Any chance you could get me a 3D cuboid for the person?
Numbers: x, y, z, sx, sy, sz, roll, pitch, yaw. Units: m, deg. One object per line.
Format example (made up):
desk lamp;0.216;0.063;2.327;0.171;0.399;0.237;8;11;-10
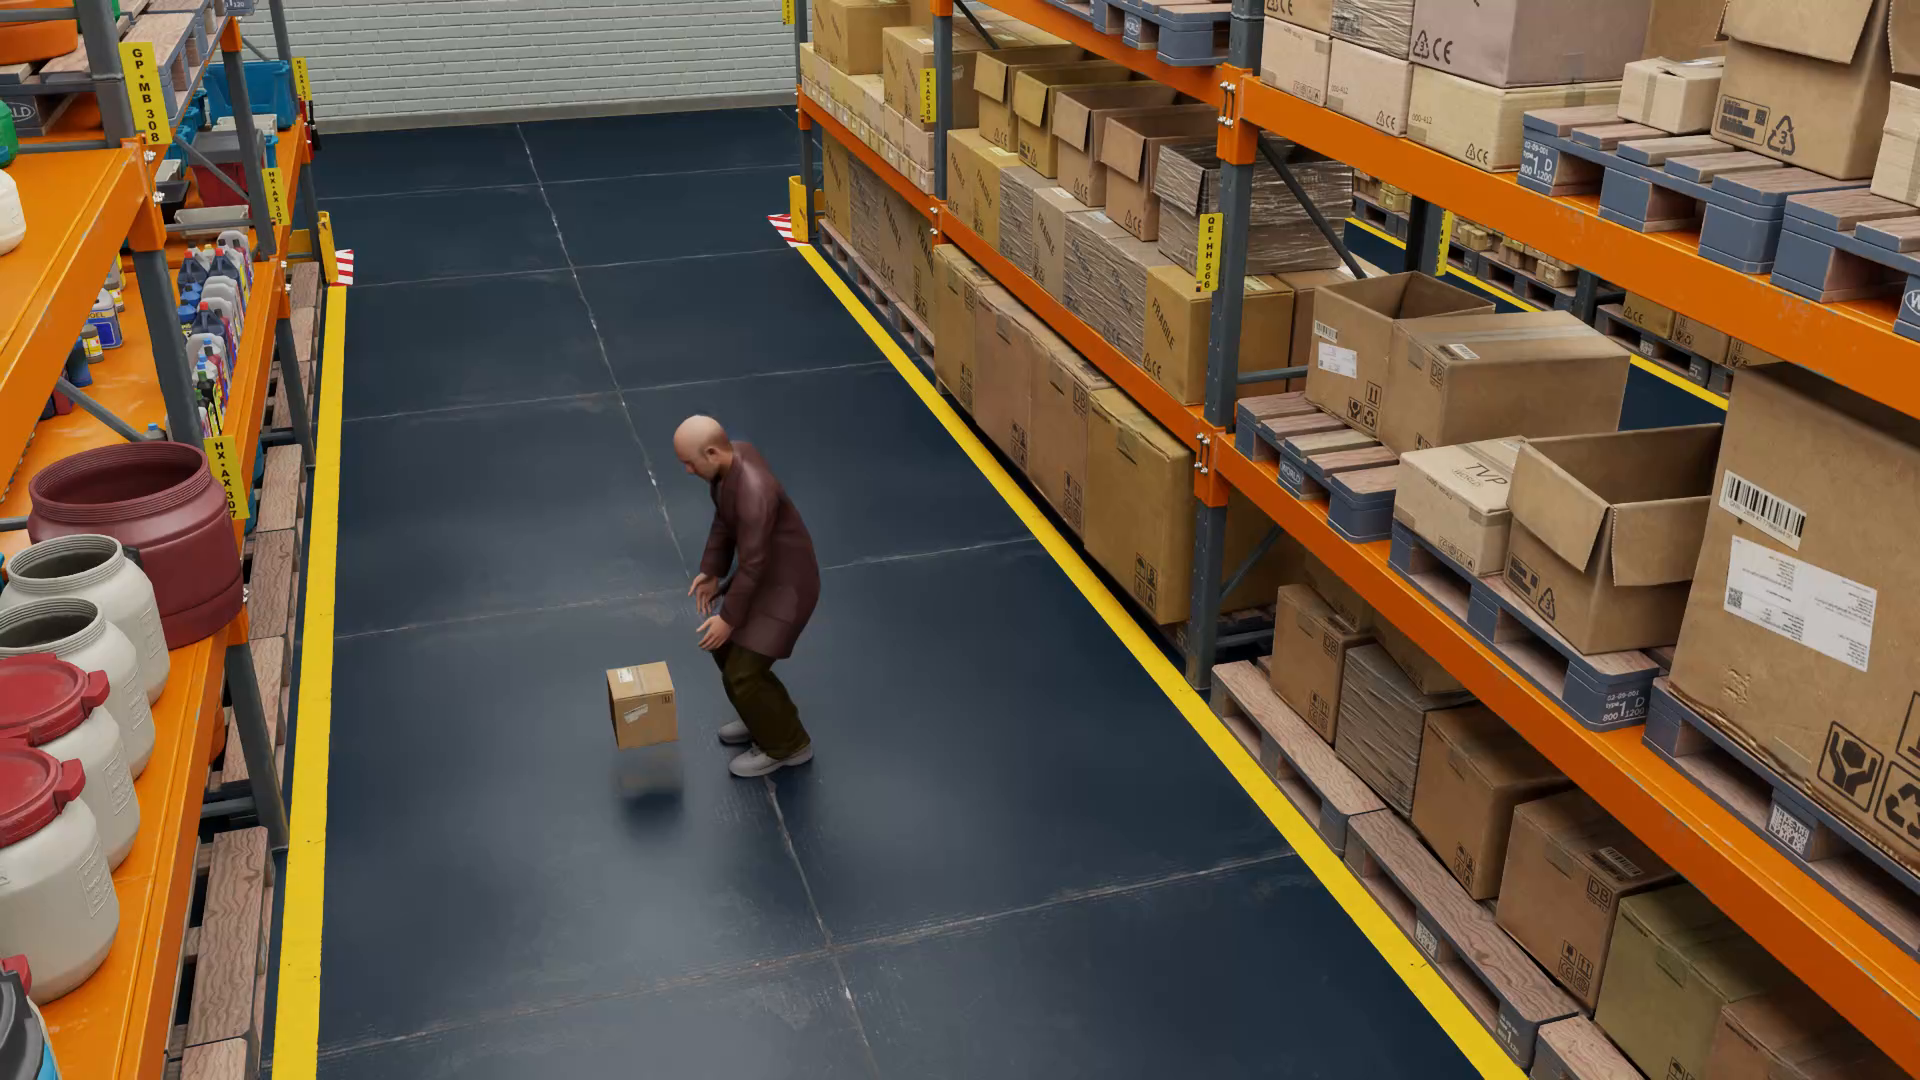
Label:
person;-0.853;0.217;6.891;0.564;1.606;0.620;-8;27;-15
